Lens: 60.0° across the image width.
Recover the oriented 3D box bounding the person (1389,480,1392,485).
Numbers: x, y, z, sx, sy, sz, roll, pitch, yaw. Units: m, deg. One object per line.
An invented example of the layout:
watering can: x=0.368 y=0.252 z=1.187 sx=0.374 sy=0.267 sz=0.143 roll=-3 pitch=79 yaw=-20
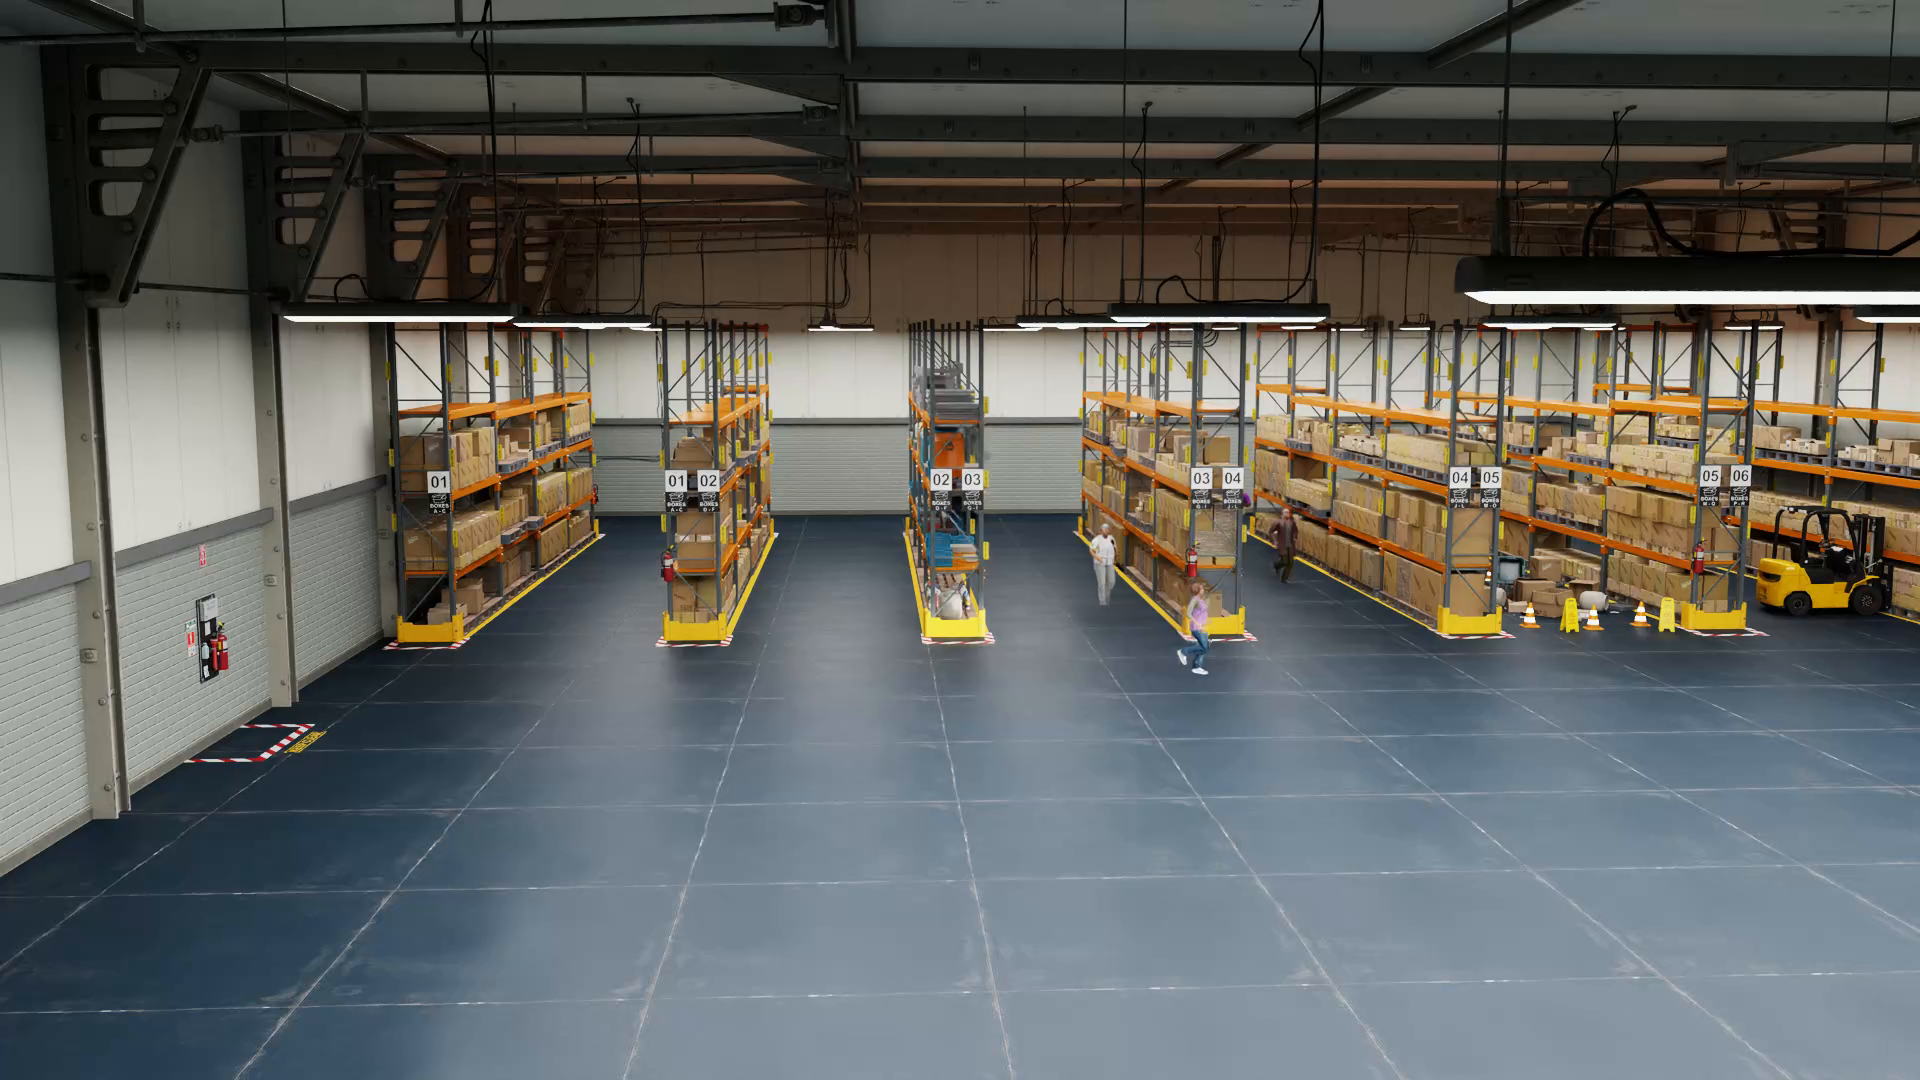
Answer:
person: x=12.738 y=-1.159 z=49.492 sx=0.546 sy=1.556 sz=0.566 roll=0 pitch=7 yaw=2

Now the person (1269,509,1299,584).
person: x=7.496 y=0.136 z=38.376 sx=0.712 sy=1.735 sz=0.636 roll=-2 pitch=7 yaw=-14

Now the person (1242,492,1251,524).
person: x=7.448 y=-0.656 z=44.535 sx=0.676 sy=1.794 sz=0.909 roll=0 pitch=7 yaw=2

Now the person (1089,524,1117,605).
person: x=2.908 y=0.503 z=33.503 sx=0.621 sy=1.672 sz=0.518 roll=-2 pitch=7 yaw=-14

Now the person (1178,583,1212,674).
person: x=3.987 y=1.493 z=28.137 sx=0.529 sy=1.557 sz=0.538 roll=3 pitch=8 yaw=21
